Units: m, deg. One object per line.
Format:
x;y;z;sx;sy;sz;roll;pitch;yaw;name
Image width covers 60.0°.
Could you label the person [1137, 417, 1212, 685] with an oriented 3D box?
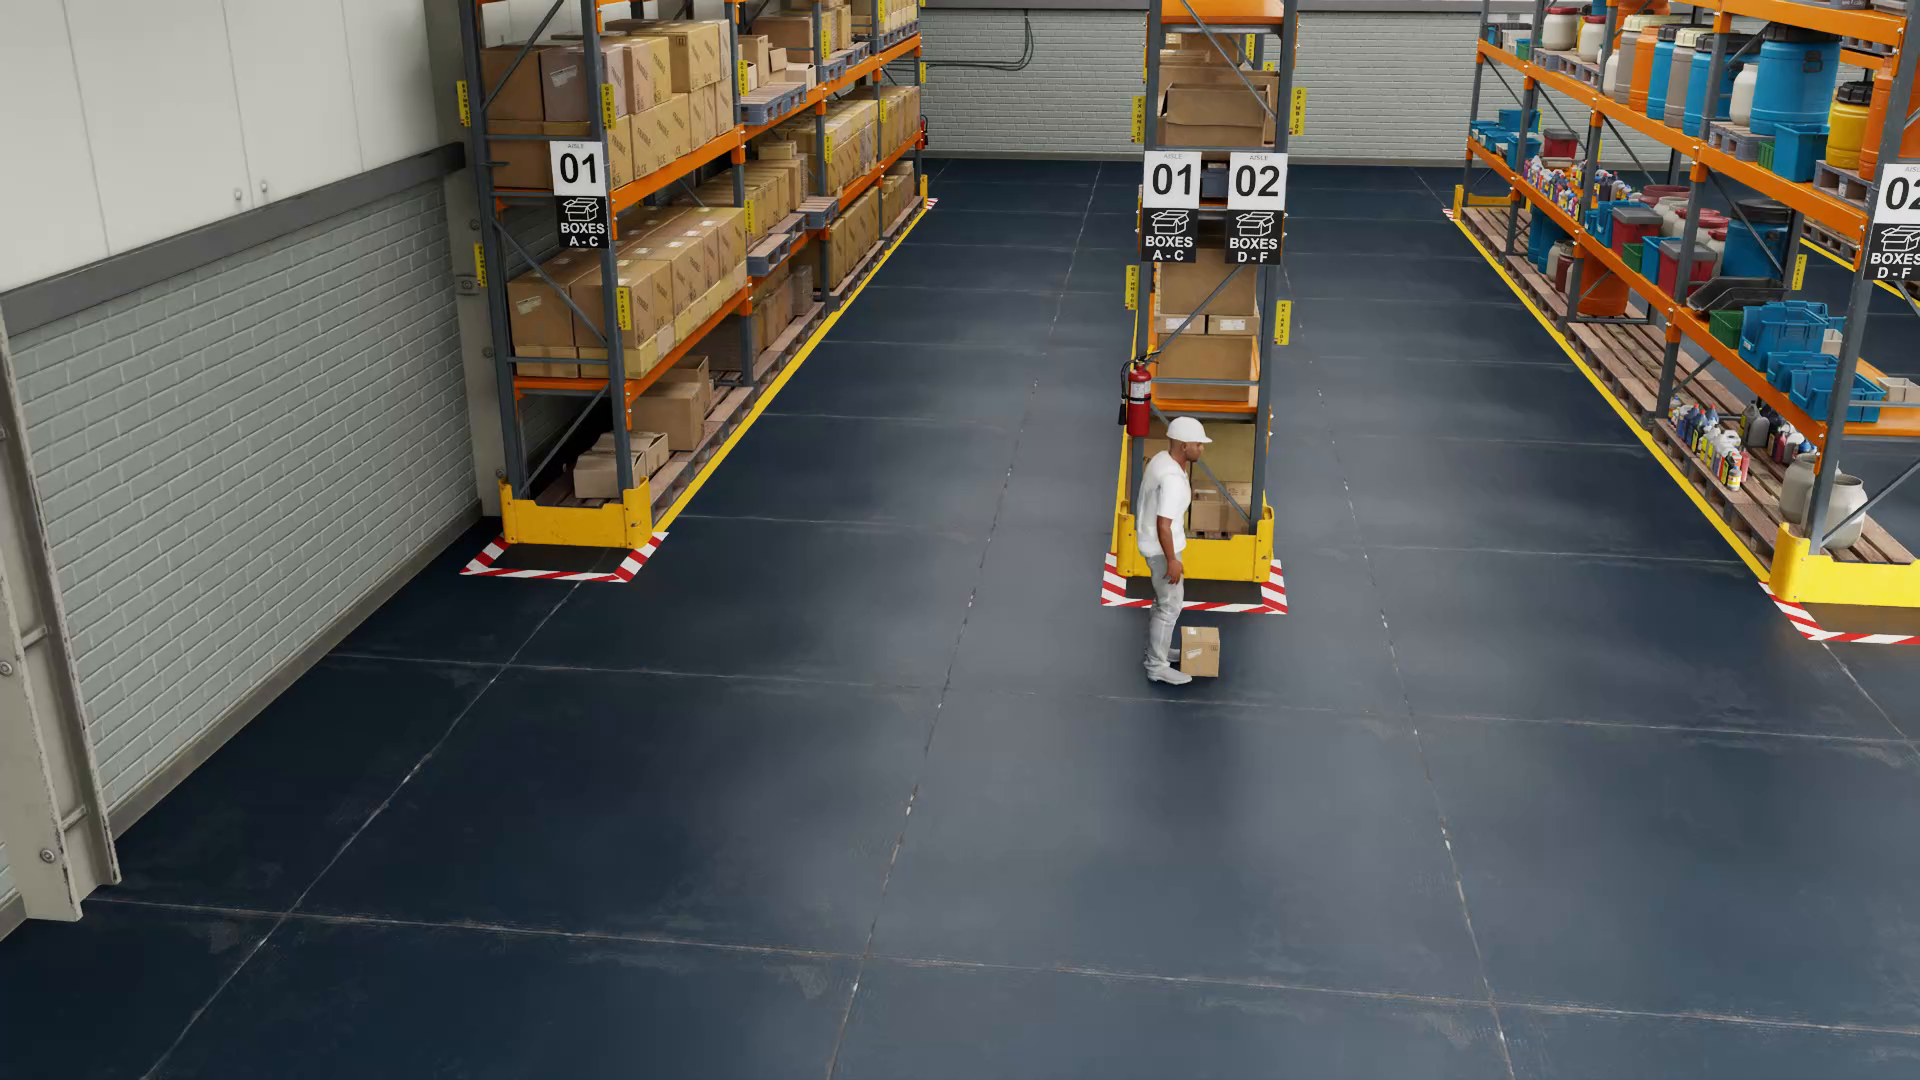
1.387;0.043;10.945;0.460;1.761;0.627;2;21;6;person
